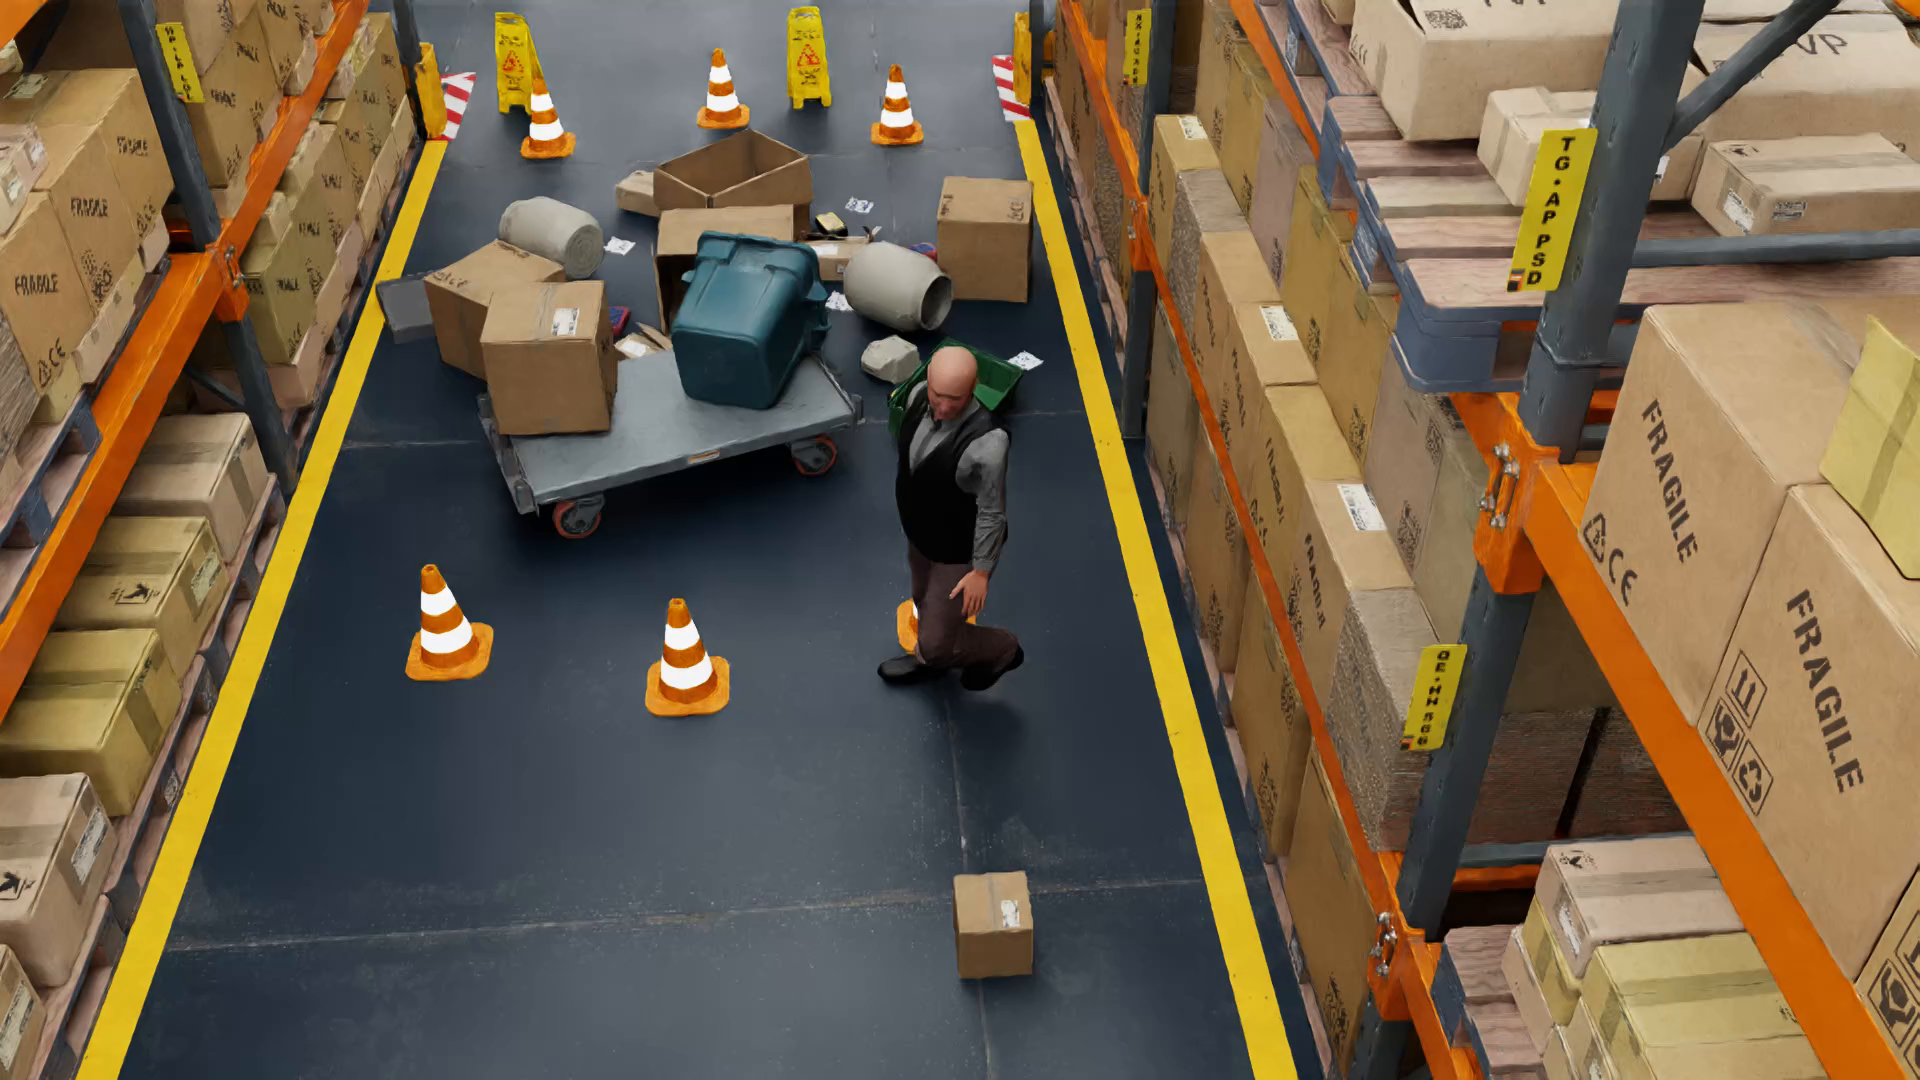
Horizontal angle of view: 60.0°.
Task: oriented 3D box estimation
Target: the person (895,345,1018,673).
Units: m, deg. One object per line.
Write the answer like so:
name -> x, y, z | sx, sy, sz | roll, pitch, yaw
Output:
person -> -0.012, -0.035, 6.164 | 0.472, 1.652, 0.593 | -21, 43, -24
